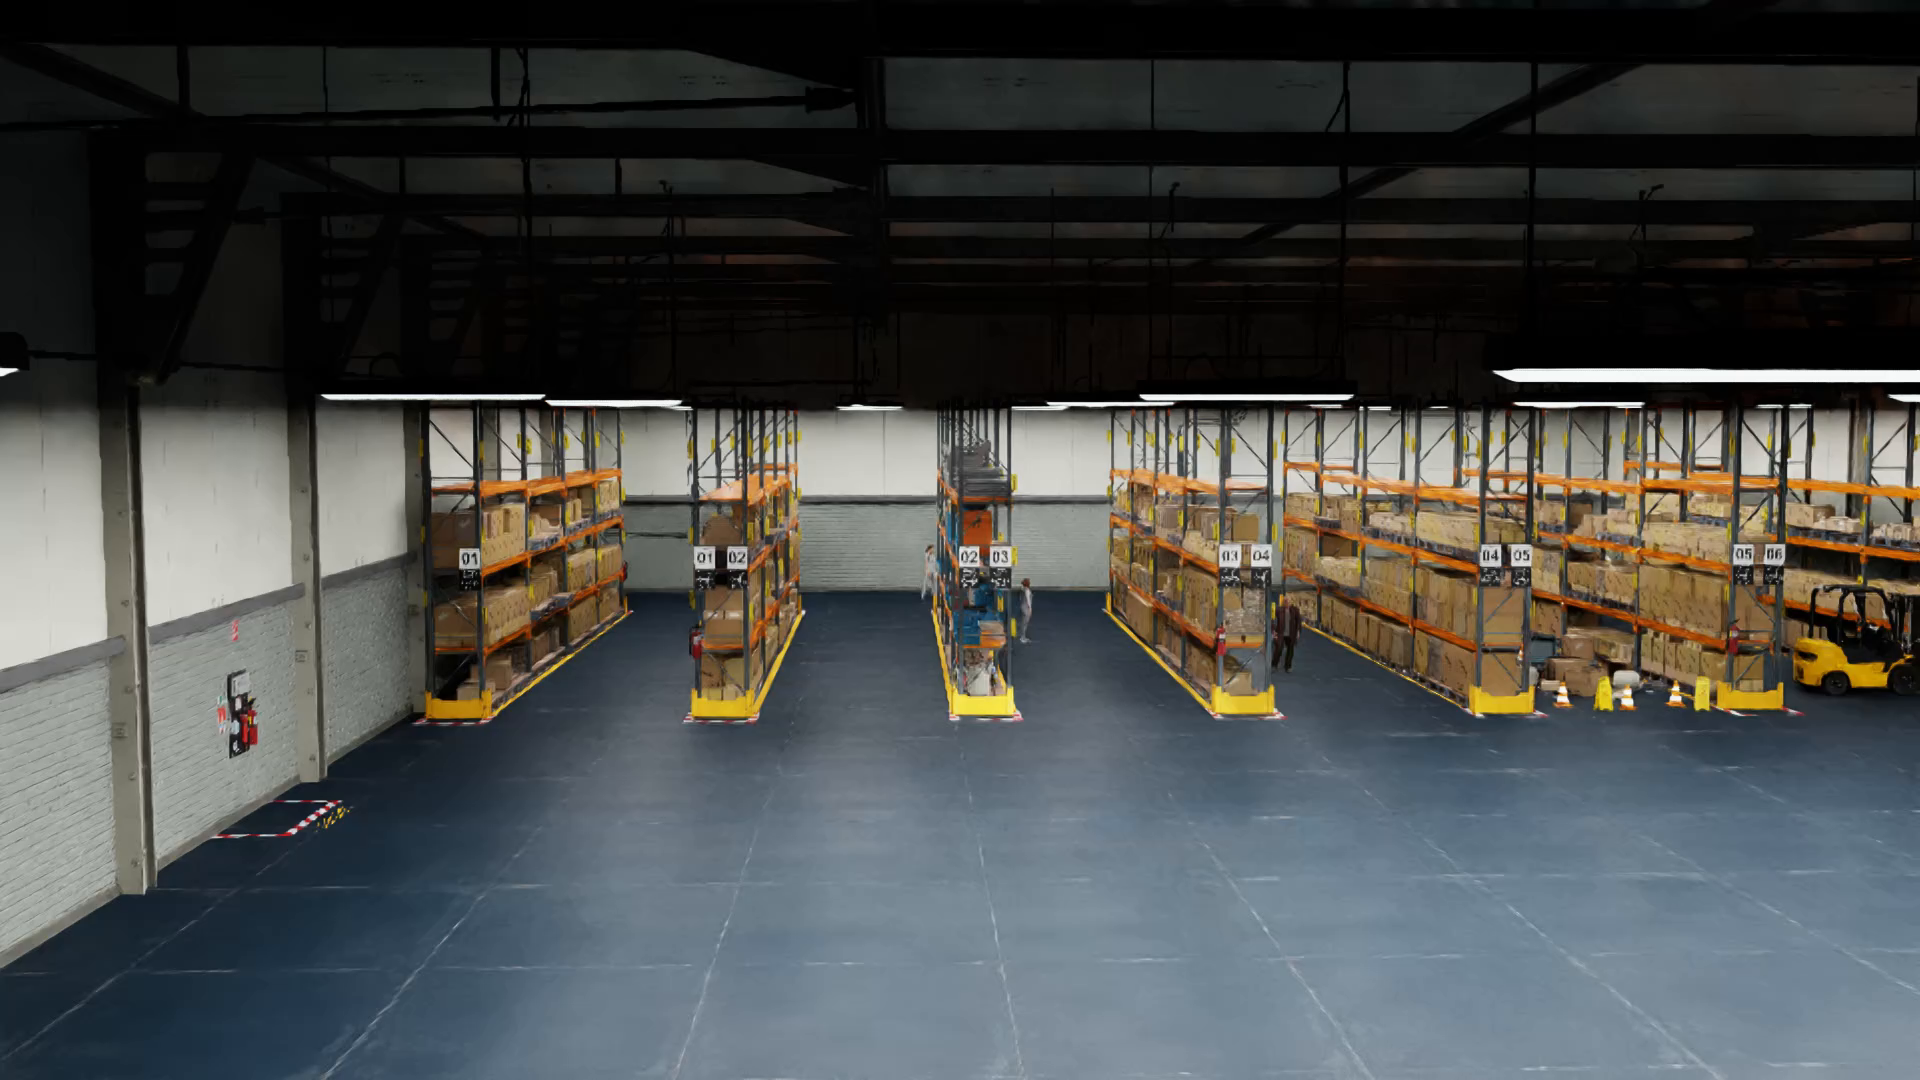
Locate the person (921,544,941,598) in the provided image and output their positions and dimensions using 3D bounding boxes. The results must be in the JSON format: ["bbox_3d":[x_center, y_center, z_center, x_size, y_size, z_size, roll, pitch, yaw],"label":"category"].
[{"bbox_3d":[-0.901,0.944,50.956,0.524,1.661,0.673,3,5,31],"label":"person"}]

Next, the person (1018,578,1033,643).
[{"bbox_3d":[1.628,1.724,41.218,0.347,1.600,0.533,-2,5,-23],"label":"person"}]

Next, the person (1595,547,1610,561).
[{"bbox_3d":[19.400,1.037,50.062,0.687,1.650,0.516,-3,5,-30],"label":"person"}]

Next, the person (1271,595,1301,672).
[{"bbox_3d":[7.114,2.047,36.456,0.729,1.733,0.546,0,4,-3],"label":"person"}]

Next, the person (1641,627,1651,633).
[{"bbox_3d":[17.735,1.532,42.562,0.590,1.783,0.669,2,5,21],"label":"person"}]
